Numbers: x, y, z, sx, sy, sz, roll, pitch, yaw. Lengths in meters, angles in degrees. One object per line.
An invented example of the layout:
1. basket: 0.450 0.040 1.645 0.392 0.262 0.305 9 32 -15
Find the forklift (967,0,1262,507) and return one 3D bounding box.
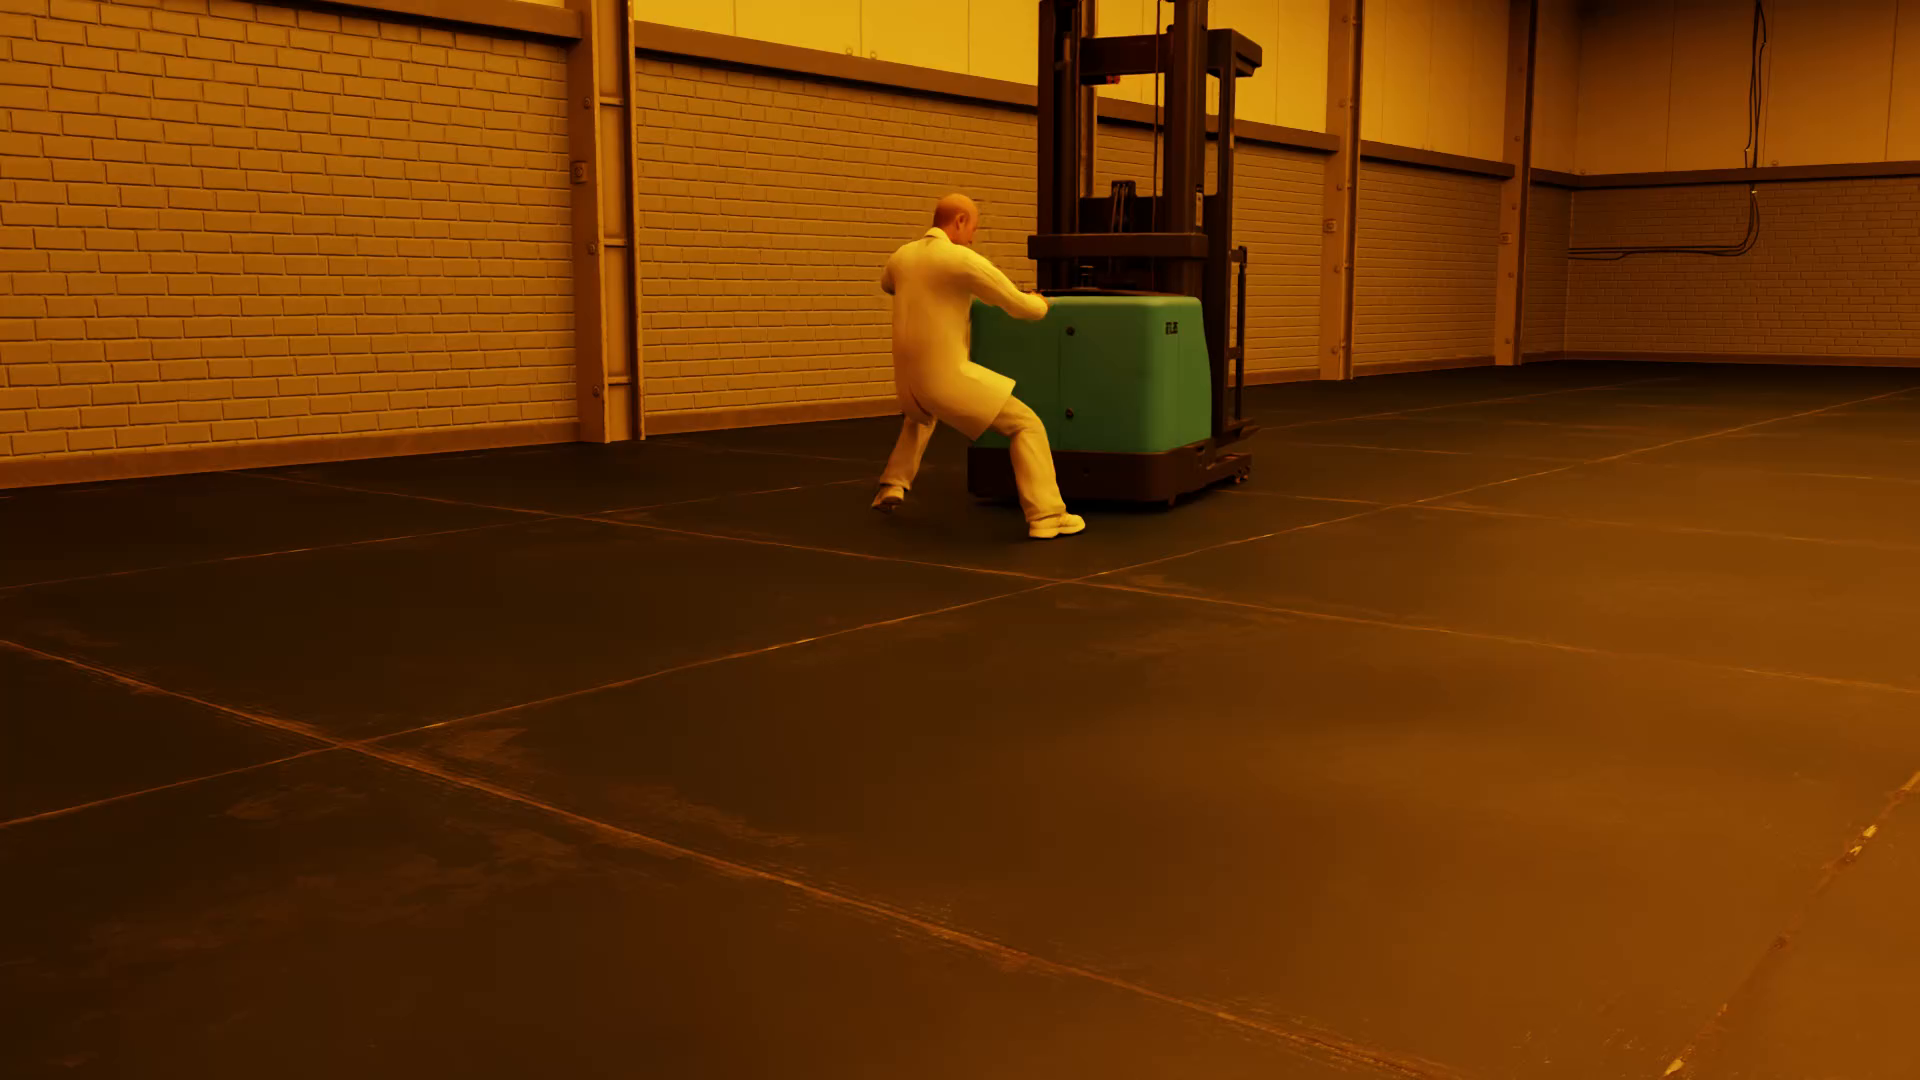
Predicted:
1. forklift: 1.075 -1.792 9.529 1.130 2.935 3.031 3 9 22

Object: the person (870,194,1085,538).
1. person: 0.015 -0.828 7.758 0.740 1.534 1.178 -6 11 -38
